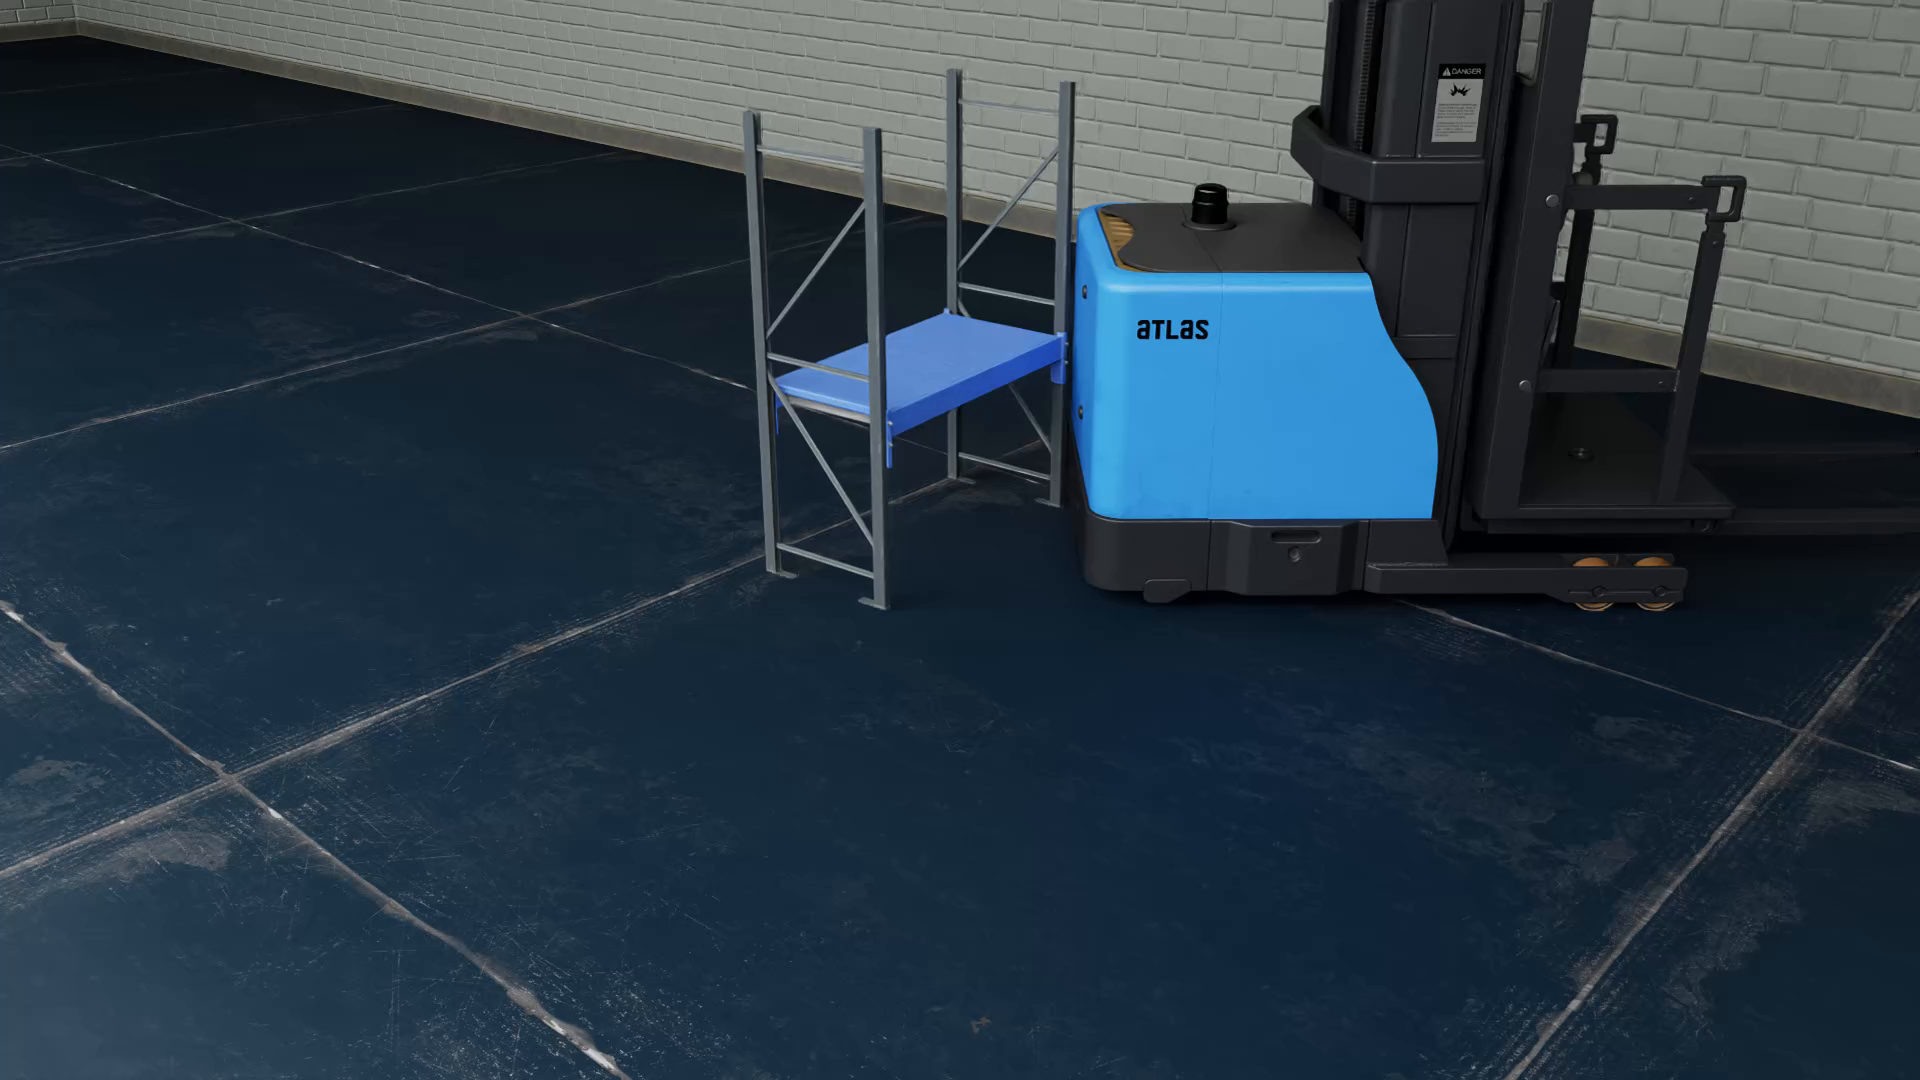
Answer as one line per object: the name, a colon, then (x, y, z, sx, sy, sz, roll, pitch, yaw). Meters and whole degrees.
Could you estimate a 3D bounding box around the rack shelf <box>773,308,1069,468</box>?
rack shelf: (-0.133, -0.528, 5.534, 0.538, 0.185, 1.000, 16, 29, 32)

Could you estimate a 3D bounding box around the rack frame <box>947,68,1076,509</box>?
rack frame: (0.165, -0.861, 5.837, 0.500, 1.500, 0.032, 16, 29, 32)

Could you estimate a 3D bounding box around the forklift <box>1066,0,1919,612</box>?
forklift: (1.906, -1.330, 5.134, 3.031, 2.935, 1.130, 0, 24, 0)

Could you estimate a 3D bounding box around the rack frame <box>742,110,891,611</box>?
rack frame: (-0.431, -0.524, 5.085, 0.500, 1.500, 0.032, 16, 29, 32)

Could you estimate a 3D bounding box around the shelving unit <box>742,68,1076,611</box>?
shelving unit: (-0.133, -0.692, 5.461, 0.538, 1.500, 1.048, 16, 29, 32)
